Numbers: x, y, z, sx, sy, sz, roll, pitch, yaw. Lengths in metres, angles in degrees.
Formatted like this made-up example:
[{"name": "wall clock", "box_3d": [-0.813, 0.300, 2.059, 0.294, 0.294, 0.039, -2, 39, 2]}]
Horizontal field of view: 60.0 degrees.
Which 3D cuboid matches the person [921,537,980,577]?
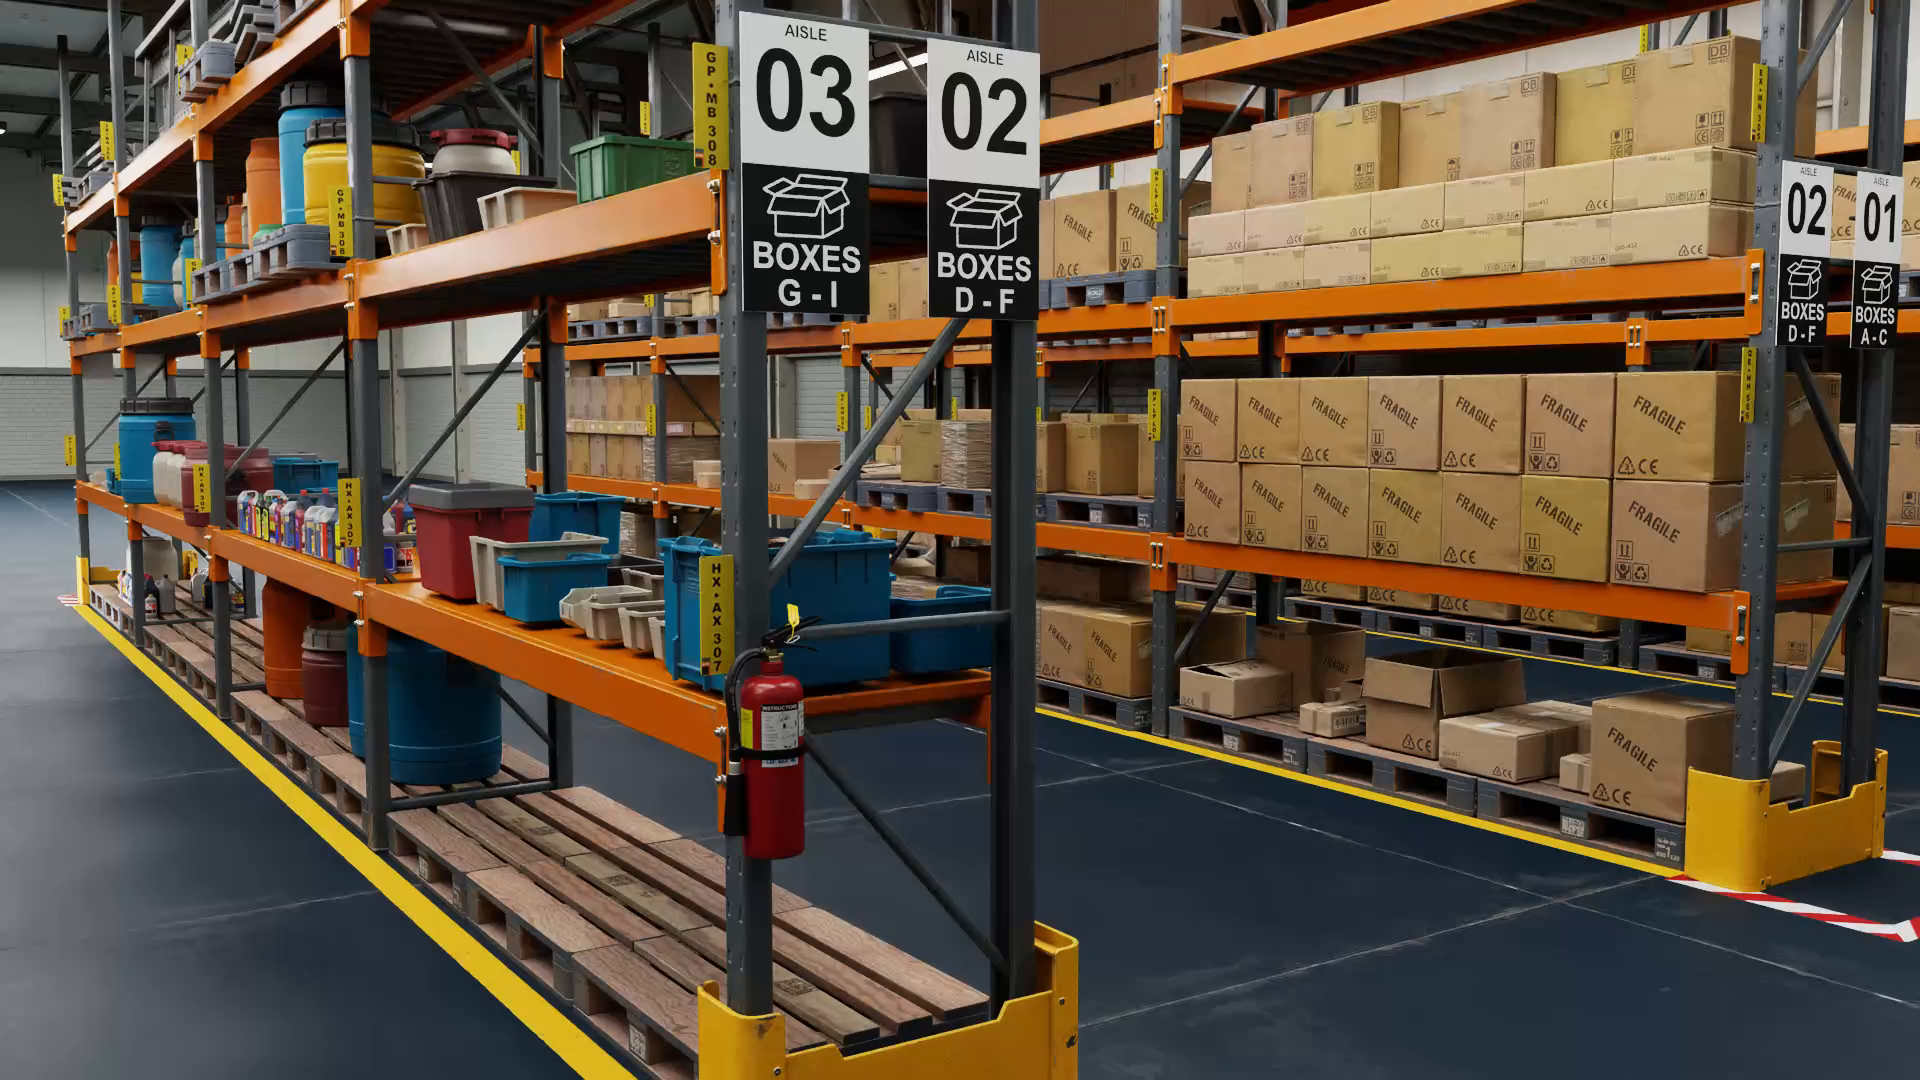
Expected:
[{"name": "person", "box_3d": [-0.080, 0.319, 16.455, 0.495, 0.974, 0.828, -3, 6, -34]}]
